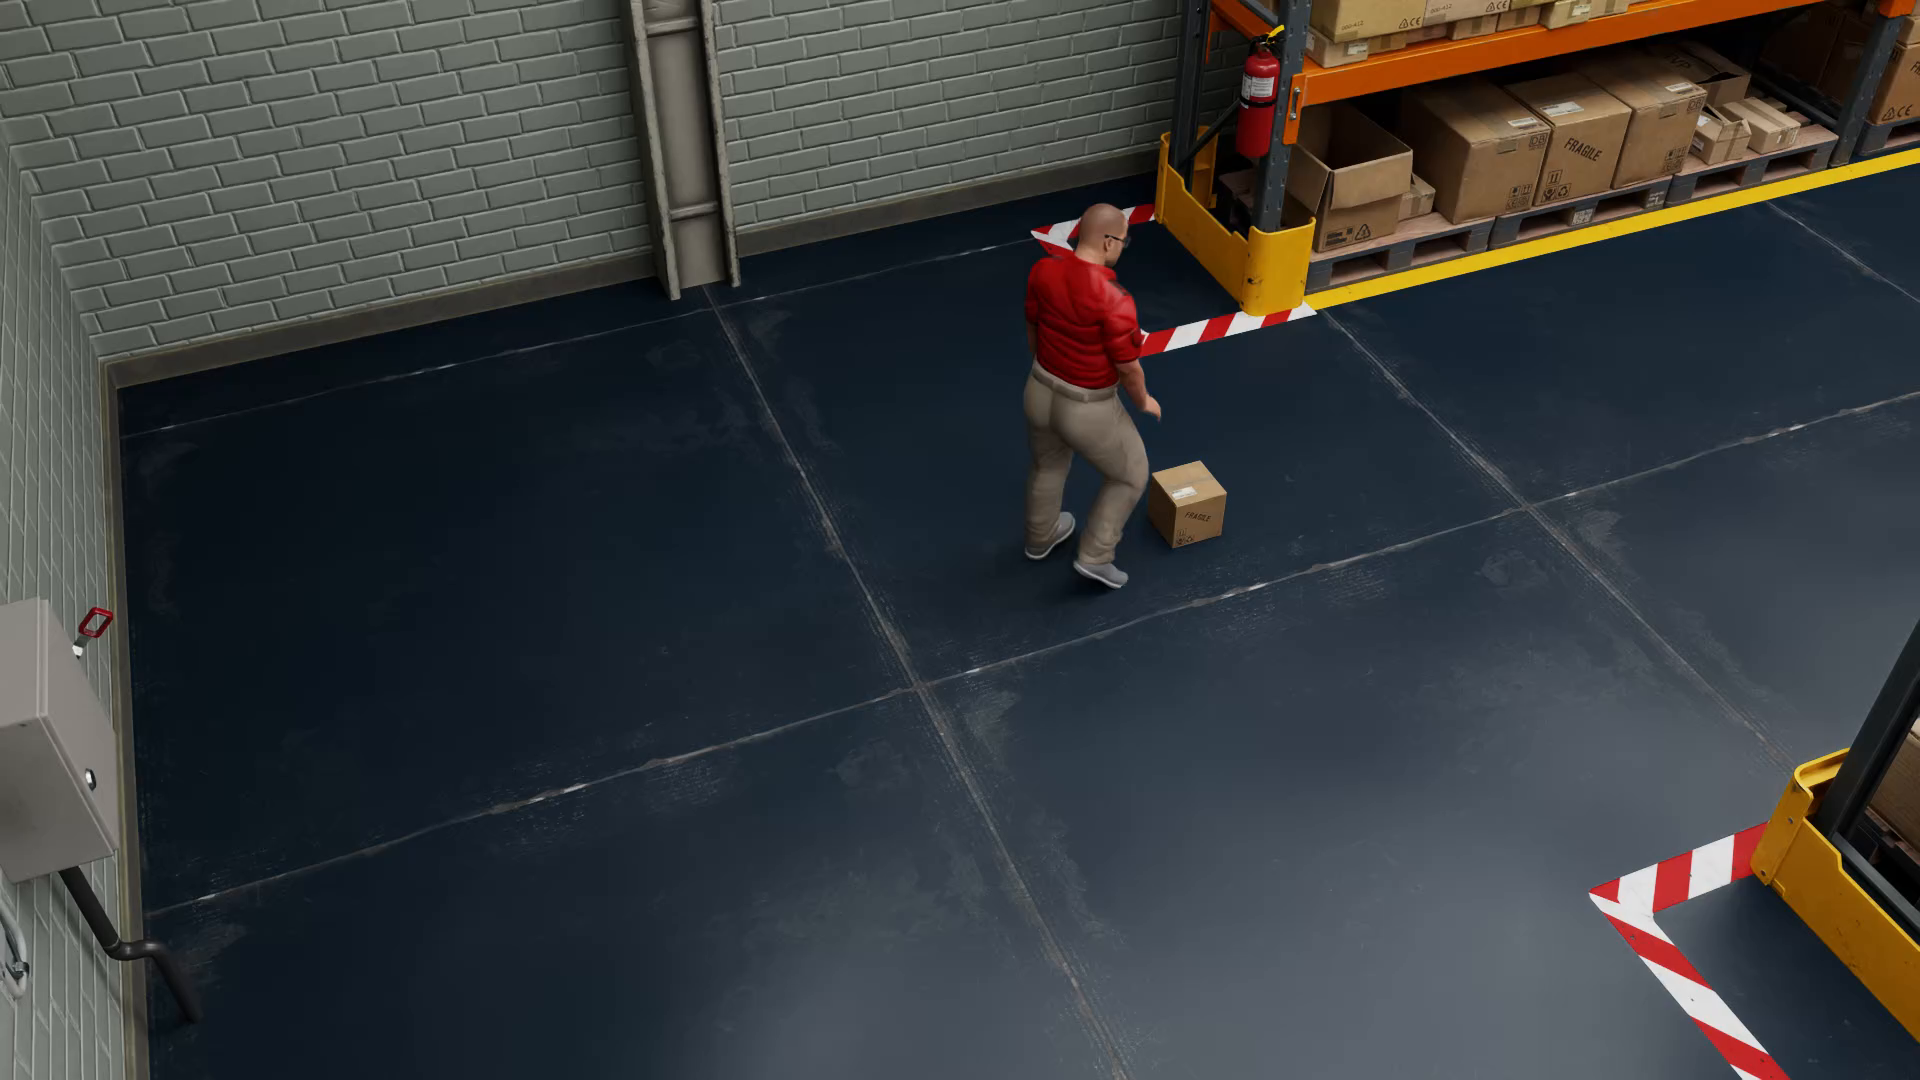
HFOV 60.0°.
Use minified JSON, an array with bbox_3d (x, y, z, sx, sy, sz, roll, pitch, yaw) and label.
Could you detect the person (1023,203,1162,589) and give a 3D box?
[{"bbox_3d":[0.500,-0.544,6.824,0.571,1.790,0.440,31,50,30],"label":"person"}]
